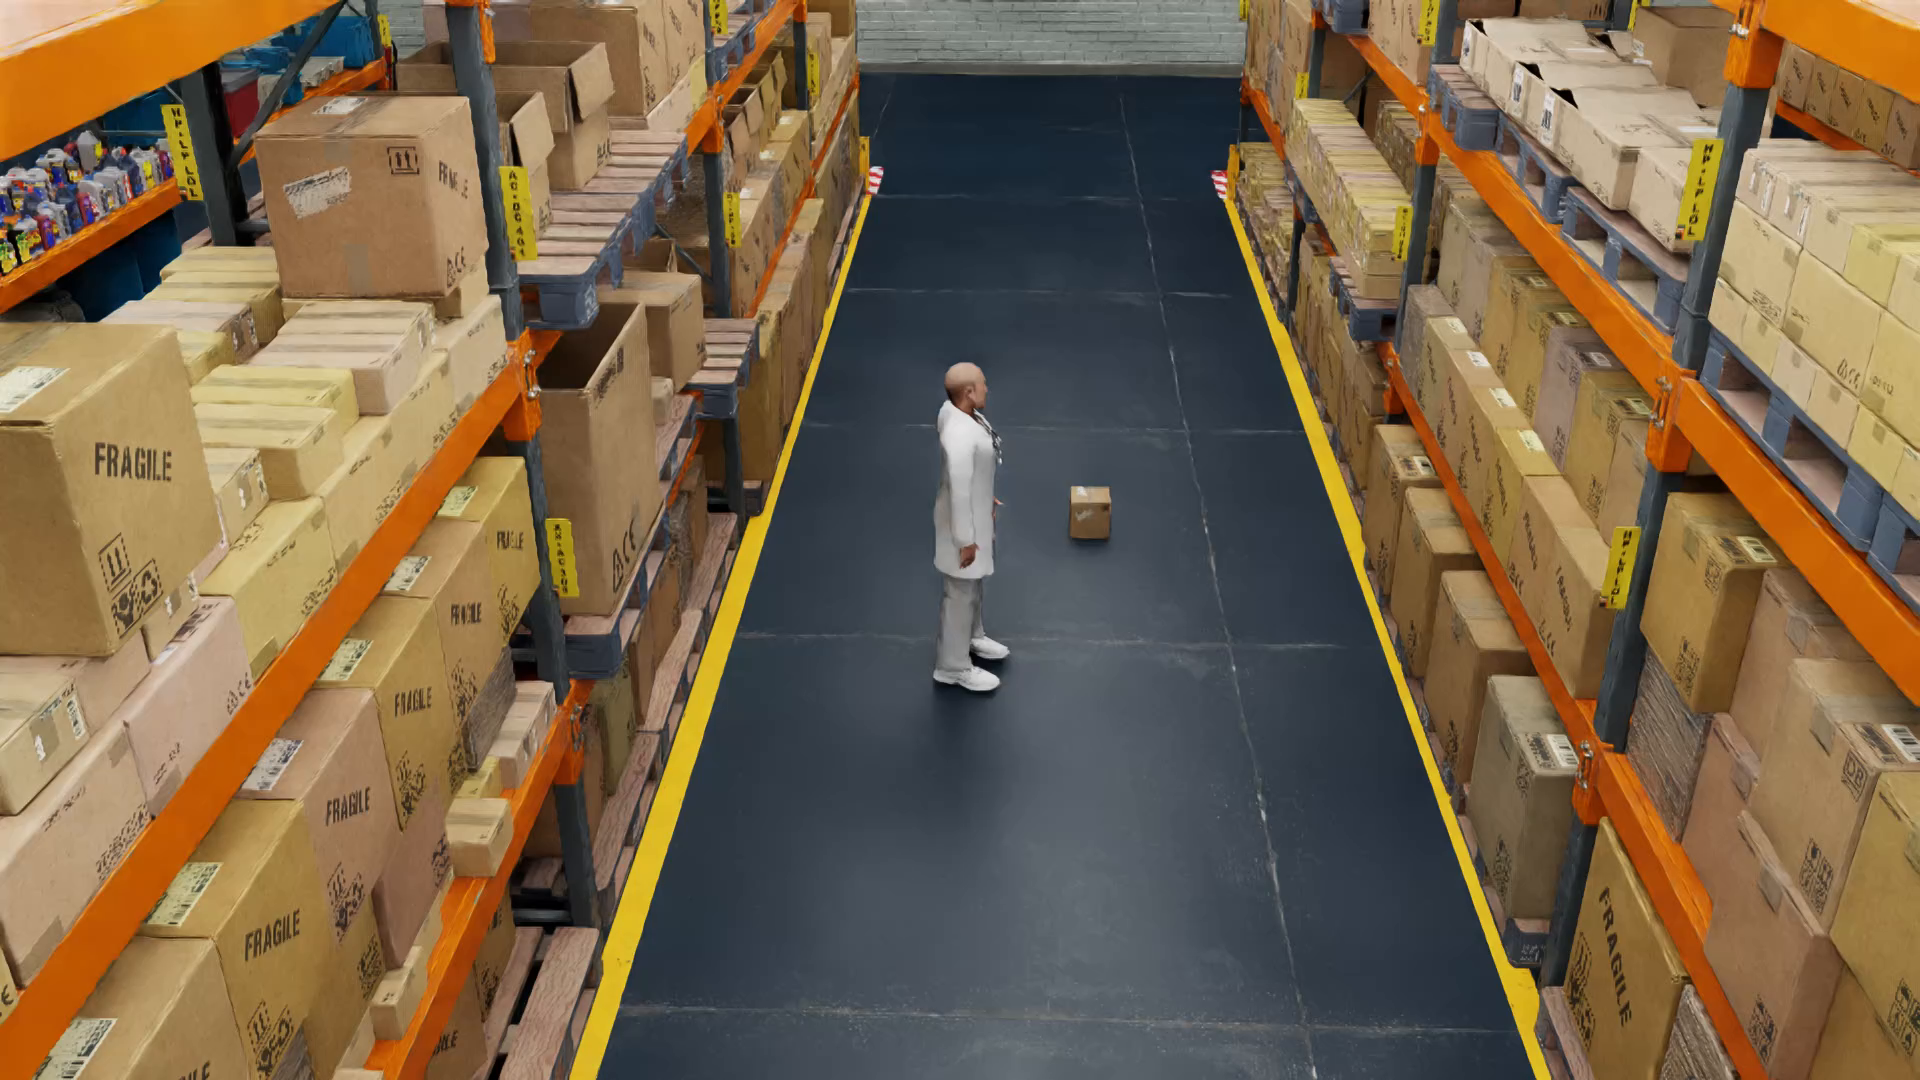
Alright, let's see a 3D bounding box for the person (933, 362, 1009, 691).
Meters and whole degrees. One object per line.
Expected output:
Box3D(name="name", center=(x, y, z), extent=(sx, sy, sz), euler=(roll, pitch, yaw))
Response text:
Box3D(name="person", center=(0.063, -0.097, 8.768), extent=(0.423, 1.785, 0.623), euler=(0, 28, -1))
